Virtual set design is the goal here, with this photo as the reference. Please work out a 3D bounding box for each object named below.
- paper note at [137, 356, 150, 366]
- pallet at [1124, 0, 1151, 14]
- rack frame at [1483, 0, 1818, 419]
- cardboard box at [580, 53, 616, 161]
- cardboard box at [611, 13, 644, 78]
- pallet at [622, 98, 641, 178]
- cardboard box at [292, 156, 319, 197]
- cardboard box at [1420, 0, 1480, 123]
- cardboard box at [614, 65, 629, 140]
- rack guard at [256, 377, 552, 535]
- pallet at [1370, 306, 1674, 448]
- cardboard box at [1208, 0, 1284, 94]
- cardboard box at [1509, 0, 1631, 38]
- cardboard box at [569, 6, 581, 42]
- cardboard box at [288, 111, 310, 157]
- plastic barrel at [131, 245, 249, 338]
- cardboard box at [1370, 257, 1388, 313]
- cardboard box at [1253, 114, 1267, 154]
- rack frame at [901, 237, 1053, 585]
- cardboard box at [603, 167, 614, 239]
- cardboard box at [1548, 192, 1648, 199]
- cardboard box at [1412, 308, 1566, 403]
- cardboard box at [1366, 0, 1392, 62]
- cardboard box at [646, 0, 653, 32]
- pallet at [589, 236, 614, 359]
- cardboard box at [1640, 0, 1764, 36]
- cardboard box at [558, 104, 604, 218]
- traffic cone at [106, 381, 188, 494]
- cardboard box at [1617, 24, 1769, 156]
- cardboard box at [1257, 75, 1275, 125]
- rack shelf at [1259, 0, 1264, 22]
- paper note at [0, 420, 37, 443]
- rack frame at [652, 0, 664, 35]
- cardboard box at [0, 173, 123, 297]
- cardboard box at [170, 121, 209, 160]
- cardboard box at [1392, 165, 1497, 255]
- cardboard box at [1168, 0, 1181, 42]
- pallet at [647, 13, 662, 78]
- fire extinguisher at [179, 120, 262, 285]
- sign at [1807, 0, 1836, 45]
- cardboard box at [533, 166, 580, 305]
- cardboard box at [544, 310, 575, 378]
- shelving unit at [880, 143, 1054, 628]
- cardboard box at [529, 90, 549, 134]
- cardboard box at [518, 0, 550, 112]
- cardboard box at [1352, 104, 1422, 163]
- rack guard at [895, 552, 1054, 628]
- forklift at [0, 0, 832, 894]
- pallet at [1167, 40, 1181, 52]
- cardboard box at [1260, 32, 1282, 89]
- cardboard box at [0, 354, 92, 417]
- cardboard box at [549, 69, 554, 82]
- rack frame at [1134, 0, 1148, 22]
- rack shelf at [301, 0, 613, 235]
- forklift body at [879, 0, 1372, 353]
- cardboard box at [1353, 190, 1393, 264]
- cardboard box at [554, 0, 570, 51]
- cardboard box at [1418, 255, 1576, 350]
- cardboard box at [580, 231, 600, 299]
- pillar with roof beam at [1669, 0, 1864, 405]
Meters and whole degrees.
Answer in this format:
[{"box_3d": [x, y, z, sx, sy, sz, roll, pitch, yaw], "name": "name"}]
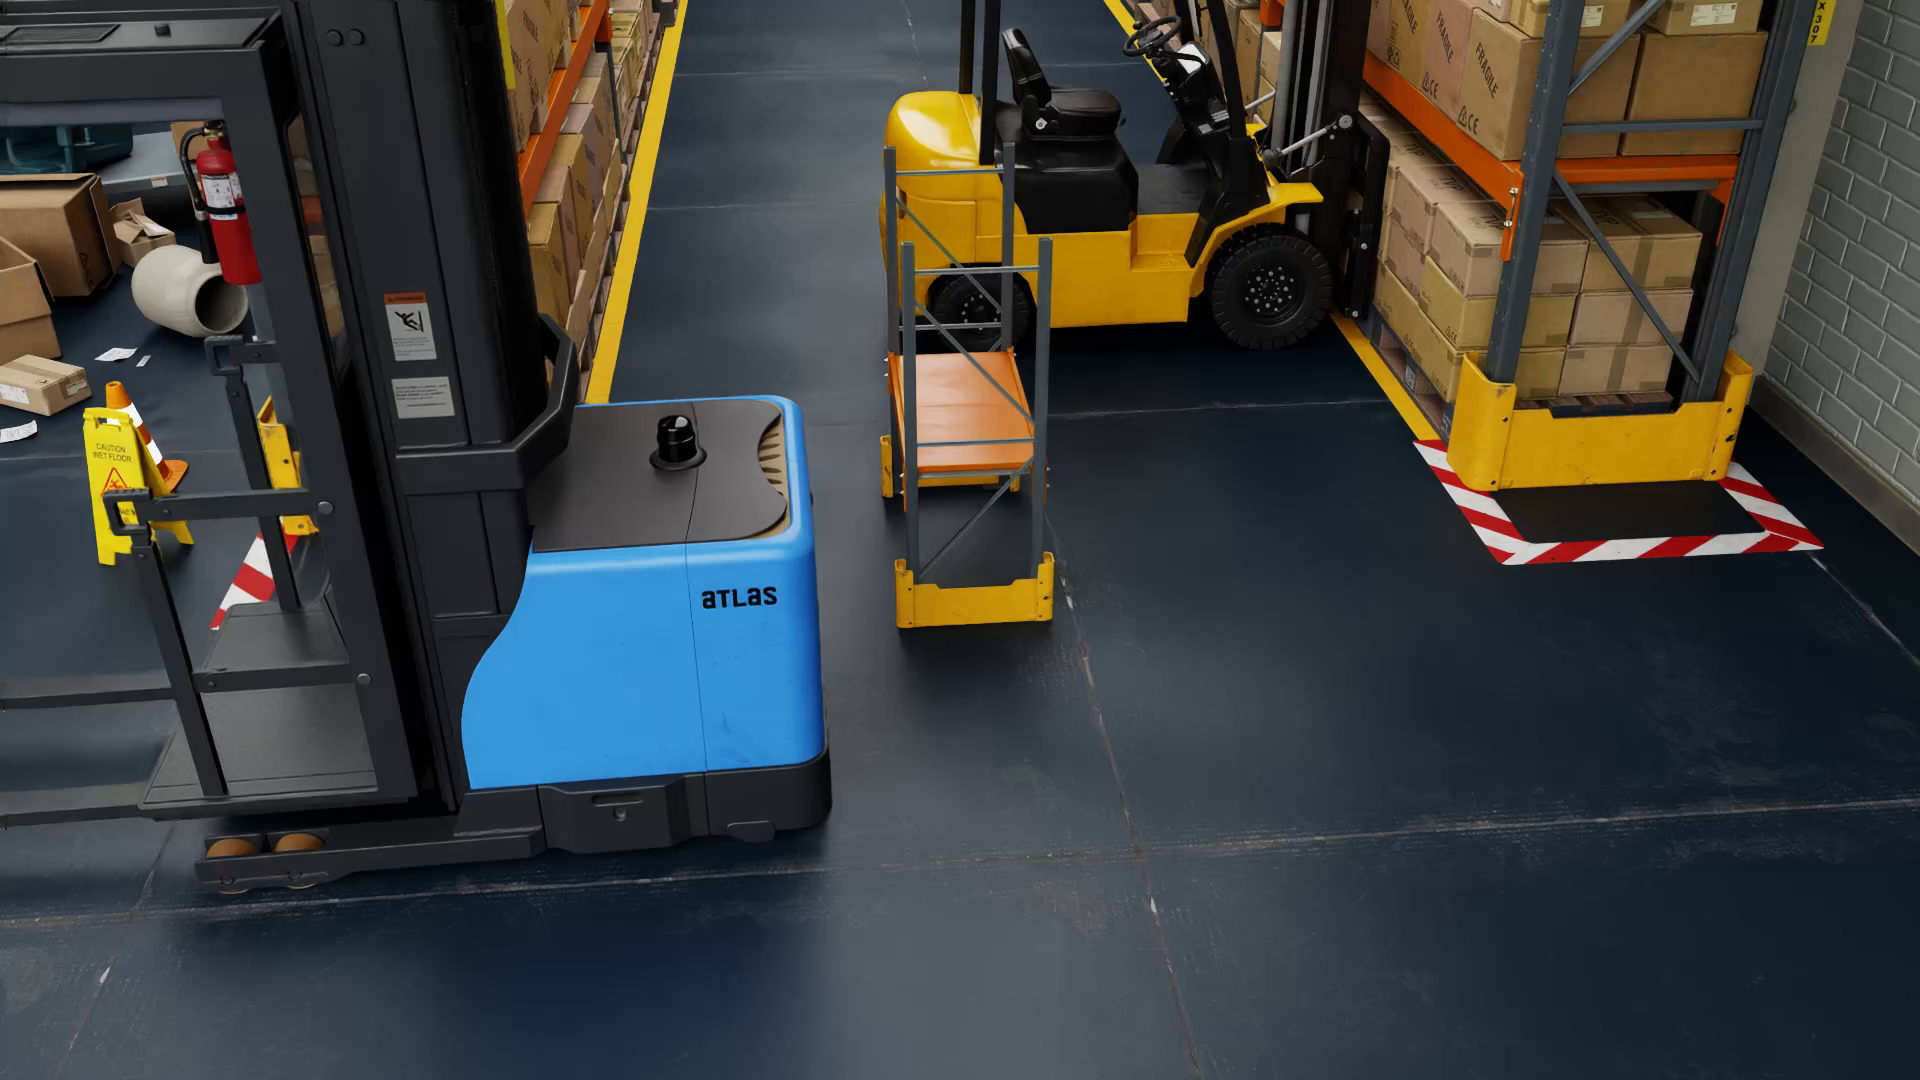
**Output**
[{"box_3d": [-4.036, -0.886, 8.223, 0.032, 0.001, 0.123, -3, 31, -5], "name": "paper note"}, {"box_3d": [1.957, -4.892, 14.734, 1.003, 0.211, 1.213, -3, 31, -5], "name": "pallet"}, {"box_3d": [2.737, -1.622, 6.540, 1.000, 3.000, 0.127, -3, 31, -5], "name": "rack frame"}, {"box_3d": [-2.256, -2.457, 9.478, 0.500, 0.500, 0.500, -3, 31, -5], "name": "cardboard box"}, {"box_3d": [-2.767, -3.466, 11.780, 0.950, 0.372, 0.625, -2, 31, -3], "name": "cardboard box"}, {"box_3d": [-2.653, -2.624, 10.938, 1.003, 0.211, 1.213, -3, 31, -5], "name": "pallet"}, {"box_3d": [-2.453, -1.455, 6.505, 0.380, 0.149, 0.250, -2, 31, -3], "name": "cardboard box"}, {"box_3d": [2.390, -2.169, 7.358, 0.500, 0.500, 0.500, -2, 31, -3], "name": "cardboard box"}, {"box_3d": [-2.630, -2.744, 10.572, 0.950, 0.372, 0.625, -2, 31, -4], "name": "cardboard box"}, {"box_3d": [-2.212, -0.348, 6.844, 1.175, 0.500, 0.348, -3, 31, -5], "name": "rack guard"}, {"box_3d": [2.624, -0.813, 7.905, 1.003, 0.211, 1.213, -3, 31, -5], "name": "pallet"}, {"box_3d": [2.238, -3.487, 11.569, 0.875, 0.625, 0.625, -3, 31, -5], "name": "cardboard box"}, {"box_3d": [2.426, -2.107, 6.622, 0.380, 0.149, 0.250, -2, 31, -4], "name": "cardboard box"}, {"box_3d": [-2.147, -2.648, 8.503, 0.380, 0.149, 0.250, -3, 31, -5], "name": "cardboard box"}, {"box_3d": [-2.530, -1.816, 6.478, 0.500, 0.500, 0.500, -3, 31, -5], "name": "cardboard box"}, {"box_3d": [-3.905, -1.258, 8.443, 0.512, 0.421, 0.421, 20, 36, 29], "name": "plastic barrel"}, {"box_3d": [2.304, -1.356, 8.368, 0.500, 0.250, 0.500, -2, 31, -4], "name": "cardboard box"}, {"box_3d": [2.079, -2.401, 10.116, 0.500, 0.250, 0.500, -2, 31, -4], "name": "cardboard box"}, {"box_3d": [0.055, -0.341, 5.858, 0.500, 1.500, 0.032, -3, 31, -5], "name": "rack frame"}, {"box_3d": [-2.196, -1.864, 9.217, 0.500, 0.250, 0.500, -4, 31, -6], "name": "cardboard box"}, {"box_3d": [2.830, -1.560, 7.734, 0.500, 0.250, 0.500, -3, 31, -5], "name": "cardboard box"}, {"box_3d": [2.378, -0.846, 7.513, 0.500, 0.250, 0.500, -3, 31, -4], "name": "cardboard box"}, {"box_3d": [2.284, -2.686, 8.225, 0.500, 0.500, 0.500, -3, 31, -4], "name": "cardboard box"}, {"box_3d": [-2.909, -4.230, 13.059, 0.950, 0.372, 0.625, -5, 31, -8], "name": "cardboard box"}, {"box_3d": [-2.363, -1.261, 8.656, 1.003, 0.211, 1.213, -3, 31, -5], "name": "pallet"}, {"box_3d": [2.963, -2.129, 6.658, 0.380, 0.149, 0.250, -4, 31, -6], "name": "cardboard box"}, {"box_3d": [-2.158, -1.937, 8.608, 0.500, 0.500, 0.500, -1, 31, -2], "name": "cardboard box"}, {"box_3d": [-3.529, -0.451, 7.053, 0.336, 0.463, 0.334, -3, 31, -5], "name": "traffic cone"}, {"box_3d": [2.967, -1.931, 6.960, 0.500, 0.500, 0.500, -2, 31, -3], "name": "cardboard box"}, {"box_3d": [2.101, -2.617, 9.990, 0.500, 0.250, 0.500, -3, 31, -5], "name": "cardboard box"}, {"box_3d": [2.176, -4.376, 11.853, 1.077, 0.370, 4.000, -3, 31, -5], "name": "rack shelf"}, {"box_3d": [-4.275, -0.495, 7.548, 0.148, 0.019, 0.142, -14, 33, -22], "name": "paper note"}, {"box_3d": [-2.952, -5.466, 12.976, 1.000, 3.000, 0.127, -3, 31, -5], "name": "rack frame"}, {"box_3d": [-4.985, -1.621, 8.841, 0.797, 0.637, 0.503, -3, 31, -5], "name": "cardboard box"}, {"box_3d": [-4.348, -2.575, 9.836, 0.500, 0.500, 0.500, -3, 31, -5], "name": "cardboard box"}, {"box_3d": [2.330, -1.531, 7.685, 0.500, 0.250, 0.500, -2, 31, -4], "name": "cardboard box"}, {"box_3d": [2.103, -4.214, 12.787, 0.875, 0.625, 0.625, -2, 31, -3], "name": "cardboard box"}, {"box_3d": [-2.881, -3.870, 13.023, 1.003, 0.211, 1.213, -3, 31, -5], "name": "pallet"}, {"box_3d": [-2.653, -1.268, 6.023, 0.296, 0.674, 0.183, -3, 31, -5], "name": "fire extinguisher"}, {"box_3d": [3.290, -2.051, 6.337, 0.100, 0.325, 0.005, -3, 31, -5], "name": "sign"}, {"box_3d": [-2.061, -1.408, 7.722, 0.500, 0.500, 0.500, -4, 31, -6], "name": "cardboard box"}, {"box_3d": [-2.005, -0.807, 7.447, 0.500, 0.250, 0.500, -3, 31, -5], "name": "cardboard box"}, {"box_3d": [0.007, -0.605, 6.300, 0.587, 1.500, 1.083, -3, 31, -5], "name": "shelving unit"}, {"box_3d": [-1.990, -1.857, 7.178, 0.380, 0.149, 0.250, -2, 31, -4], "name": "cardboard box"}, {"box_3d": [-2.024, -2.072, 6.906, 0.500, 0.500, 0.500, -2, 31, -3], "name": "cardboard box"}, {"box_3d": [2.233, -2.047, 8.550, 0.500, 0.250, 0.500, -3, 31, -6], "name": "cardboard box"}, {"box_3d": [0.054, 0.186, 6.195, 0.587, 0.250, 0.087, -3, 31, -5], "name": "rack guard"}, {"box_3d": [-1.957, -0.486, 4.706, 3.031, 2.935, 1.130, -4, 31, -6], "name": "forklift"}, {"box_3d": [2.138, -3.465, 12.346, 1.003, 0.211, 1.213, -3, 31, -5], "name": "pallet"}, {"box_3d": [2.096, -2.831, 9.861, 0.500, 0.250, 0.500, -3, 31, -5], "name": "cardboard box"}, {"box_3d": [-4.338, -0.730, 7.827, 0.380, 0.149, 0.250, 13, 33, 21], "name": "cardboard box"}, {"box_3d": [-2.127, -2.255, 7.846, 0.380, 0.149, 0.250, -4, 31, -6], "name": "cardboard box"}, {"box_3d": [1.989, -5.706, 13.378, 1.000, 3.000, 0.127, -3, 31, -5], "name": "rack frame"}, {"box_3d": [-2.392, -2.094, 8.032, 1.077, 0.370, 4.000, -3, 31, -5], "name": "rack shelf"}, {"box_3d": [0.743, -2.138, 8.232, 2.313, 2.155, 1.214, -3, 31, -5], "name": "forklift body"}, {"box_3d": [2.275, -1.589, 8.269, 0.500, 0.250, 0.500, -3, 31, -6], "name": "cardboard box"}, {"box_3d": [-2.129, -2.591, 7.775, 0.500, 0.500, 0.500, -3, 31, -6], "name": "cardboard box"}, {"box_3d": [2.380, -1.070, 7.400, 0.500, 0.250, 0.500, -3, 31, -5], "name": "cardboard box"}, {"box_3d": [-2.109, -1.346, 8.350, 0.500, 0.250, 0.500, -1, 31, -1], "name": "cardboard box"}, {"box_3d": [-0.717, -4.390, 5.323, 9.100, 9.000, 0.400, -3, 31, -5], "name": "pillar with roof beam"}]
